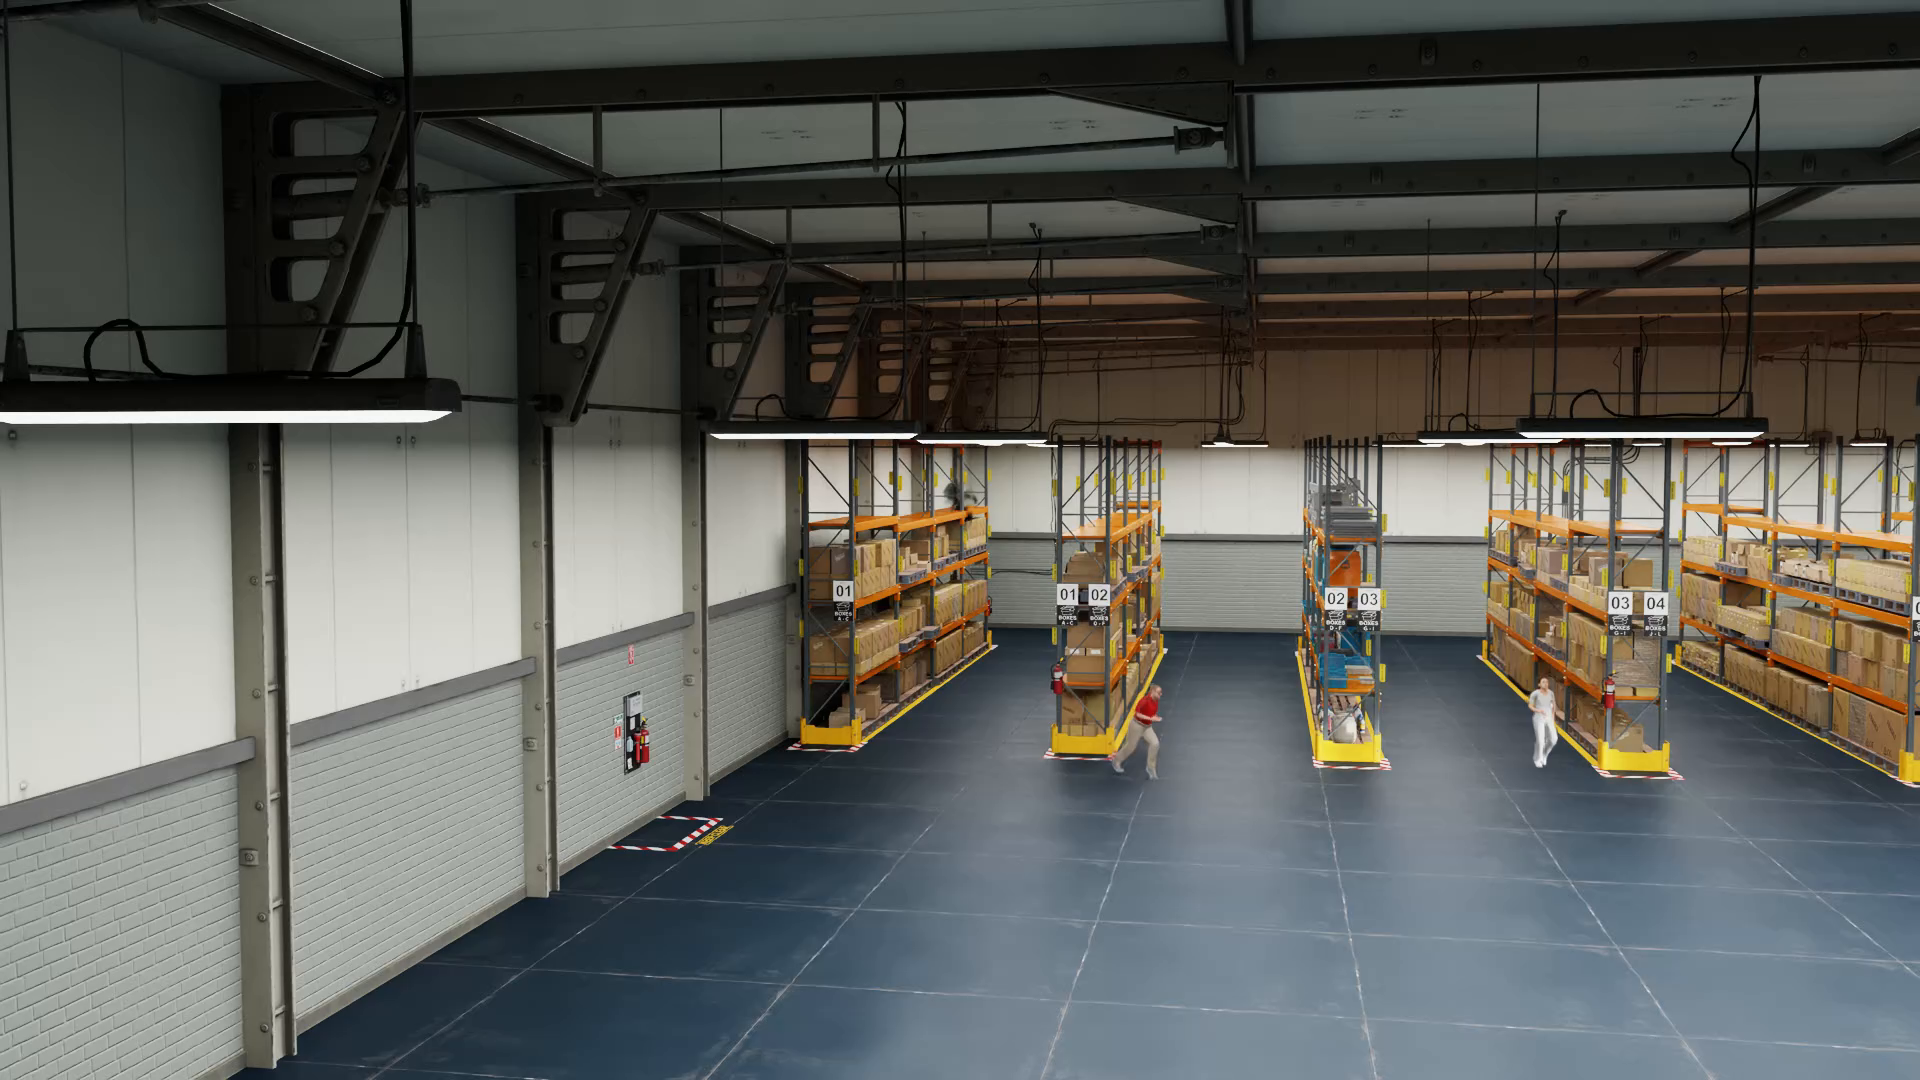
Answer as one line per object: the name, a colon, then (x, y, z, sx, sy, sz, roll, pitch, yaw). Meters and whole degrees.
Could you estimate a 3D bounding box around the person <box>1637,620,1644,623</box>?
person: (17.976, 2.512, 44.542, 0.622, 1.610, 0.511, 2, 4, 30)

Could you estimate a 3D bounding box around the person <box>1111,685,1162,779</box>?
person: (3.123, 3.359, 29.167, 1.012, 1.715, 0.705, 2, 4, 36)

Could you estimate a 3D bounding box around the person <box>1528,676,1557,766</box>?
person: (10.543, 3.273, 29.983, 0.566, 1.643, 0.544, 0, 3, -7)
